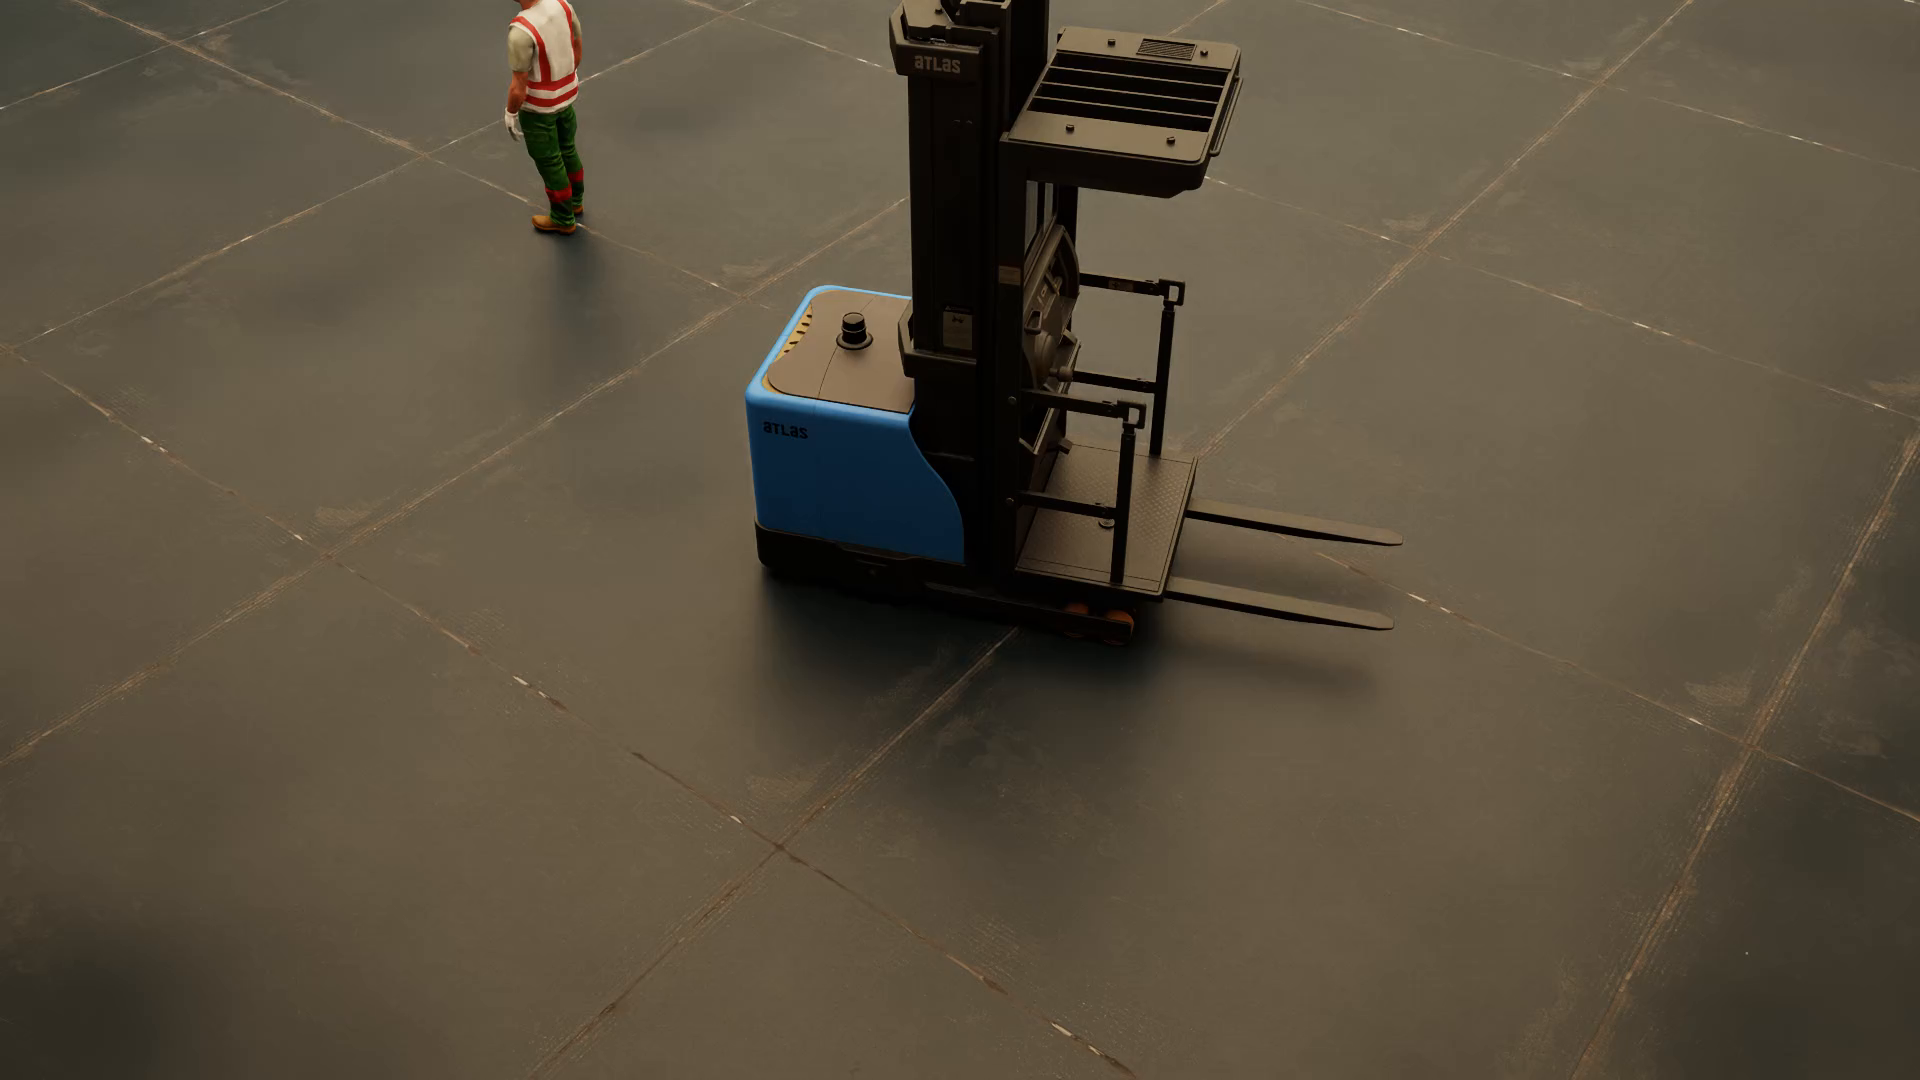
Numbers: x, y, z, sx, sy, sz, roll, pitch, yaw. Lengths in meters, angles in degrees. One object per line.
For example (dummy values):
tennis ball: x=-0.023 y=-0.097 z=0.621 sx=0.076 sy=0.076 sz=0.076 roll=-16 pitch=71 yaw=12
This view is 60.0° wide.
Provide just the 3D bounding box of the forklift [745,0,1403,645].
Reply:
forklift: x=0.587 y=-1.011 z=7.260 sx=3.031 sy=2.935 sz=1.130 roll=10 pitch=41 yaw=12

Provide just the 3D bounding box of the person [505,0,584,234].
person: x=-2.573 y=-2.693 z=10.102 sx=0.565 sy=1.786 sz=0.638 roll=20 pitch=44 yaw=21
